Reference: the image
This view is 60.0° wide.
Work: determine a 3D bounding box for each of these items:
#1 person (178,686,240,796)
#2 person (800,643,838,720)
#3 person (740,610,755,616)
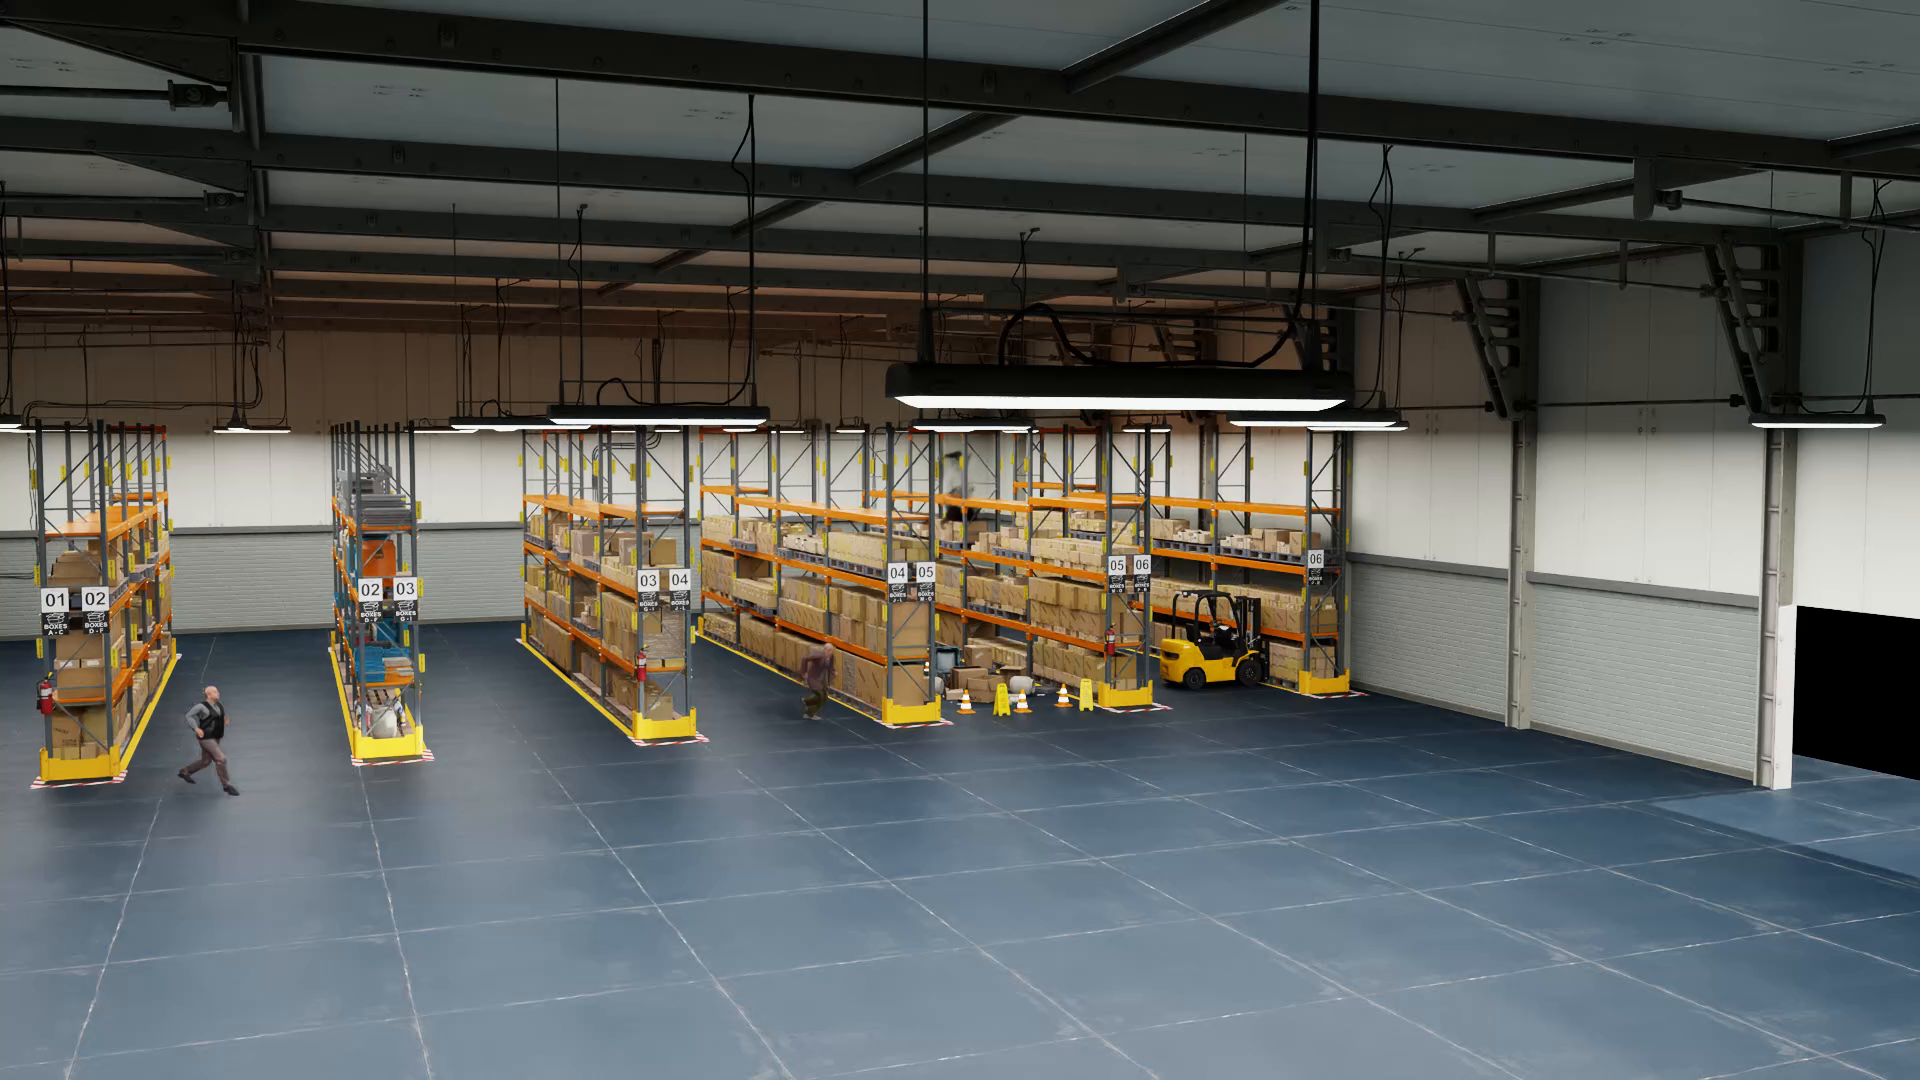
[{"bbox_3d":[-12.027,3.218,26.578,1.072,1.763,0.549,0,4,3],"label":"person"},{"bbox_3d":[-2.841,2.849,33.368,0.868,1.593,0.736,3,4,37],"label":"person"},{"bbox_3d":[-6.203,1.776,49.186,0.727,1.821,0.702,1,4,11],"label":"person"}]
